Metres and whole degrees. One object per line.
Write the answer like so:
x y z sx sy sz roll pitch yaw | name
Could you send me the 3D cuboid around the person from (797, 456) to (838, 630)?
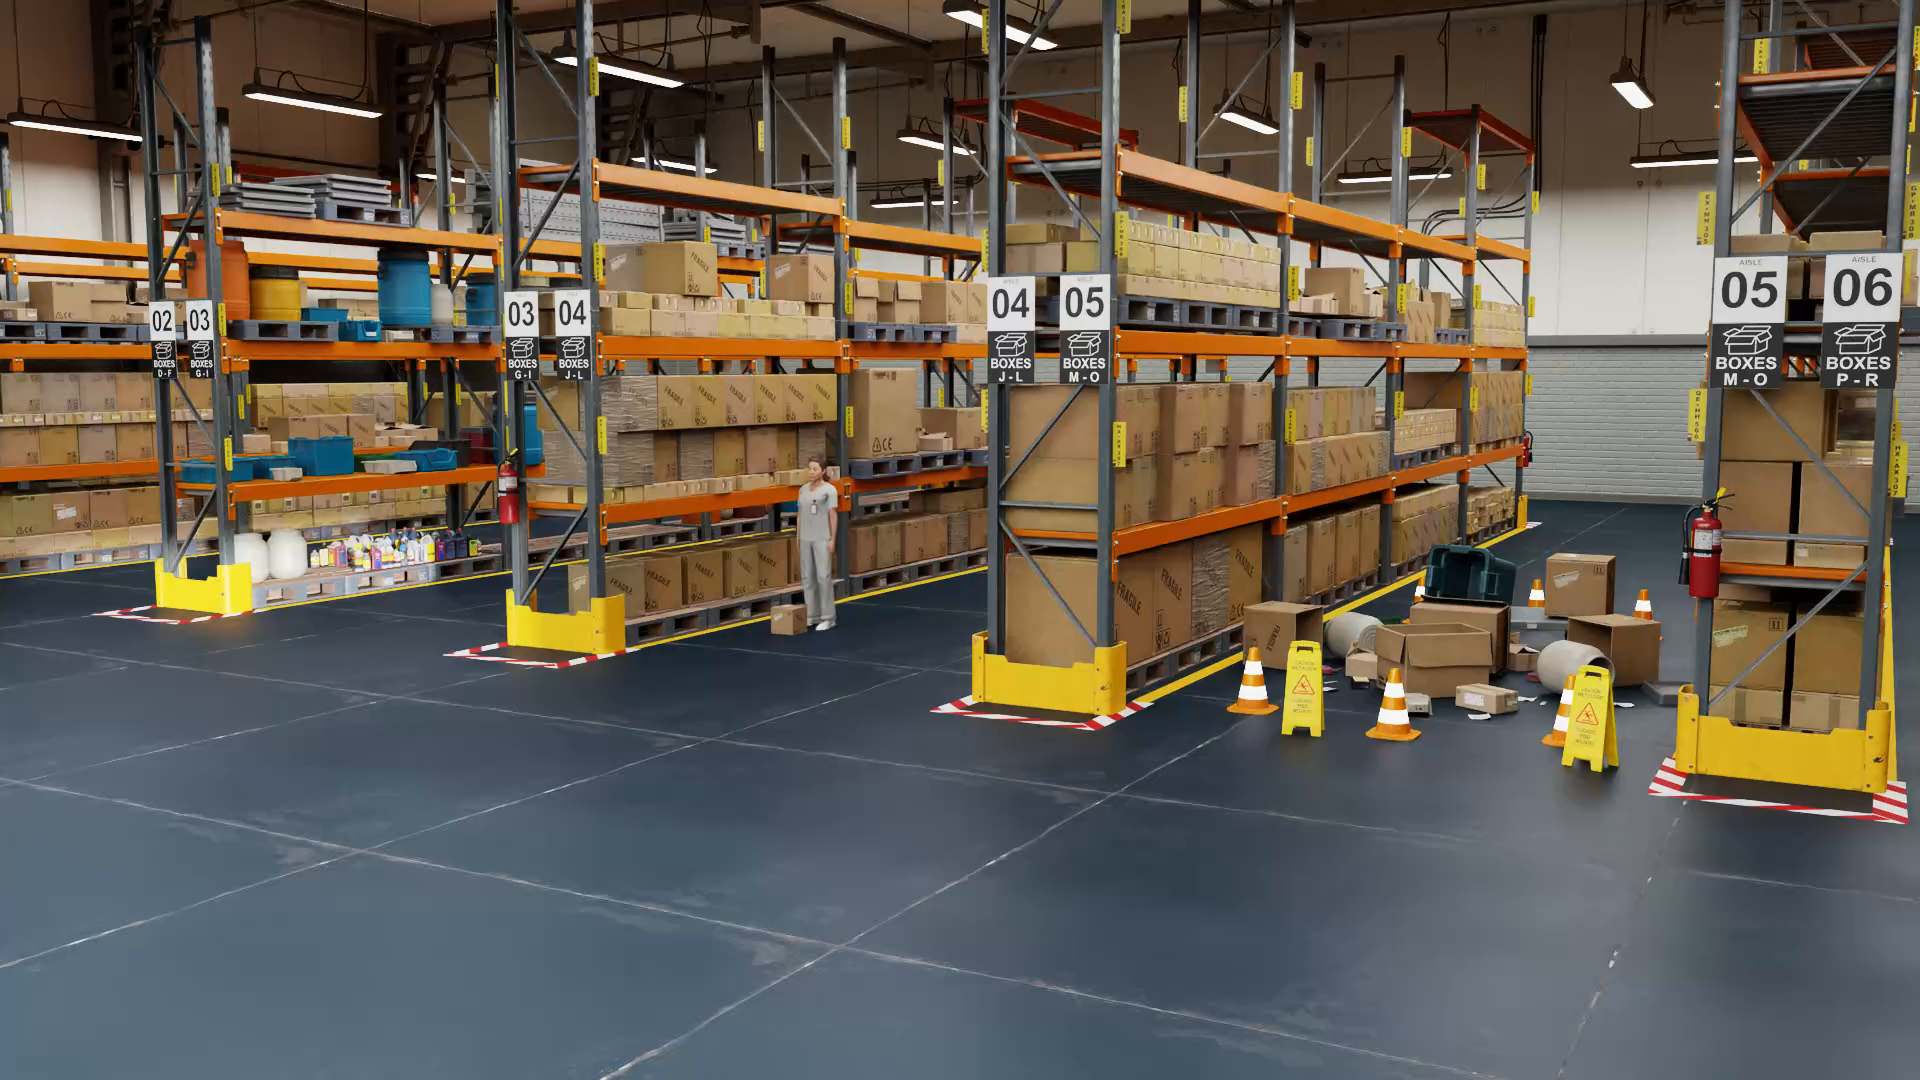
-1.406 0.025 16.215 0.444 1.695 0.393 3 7 29 | person
